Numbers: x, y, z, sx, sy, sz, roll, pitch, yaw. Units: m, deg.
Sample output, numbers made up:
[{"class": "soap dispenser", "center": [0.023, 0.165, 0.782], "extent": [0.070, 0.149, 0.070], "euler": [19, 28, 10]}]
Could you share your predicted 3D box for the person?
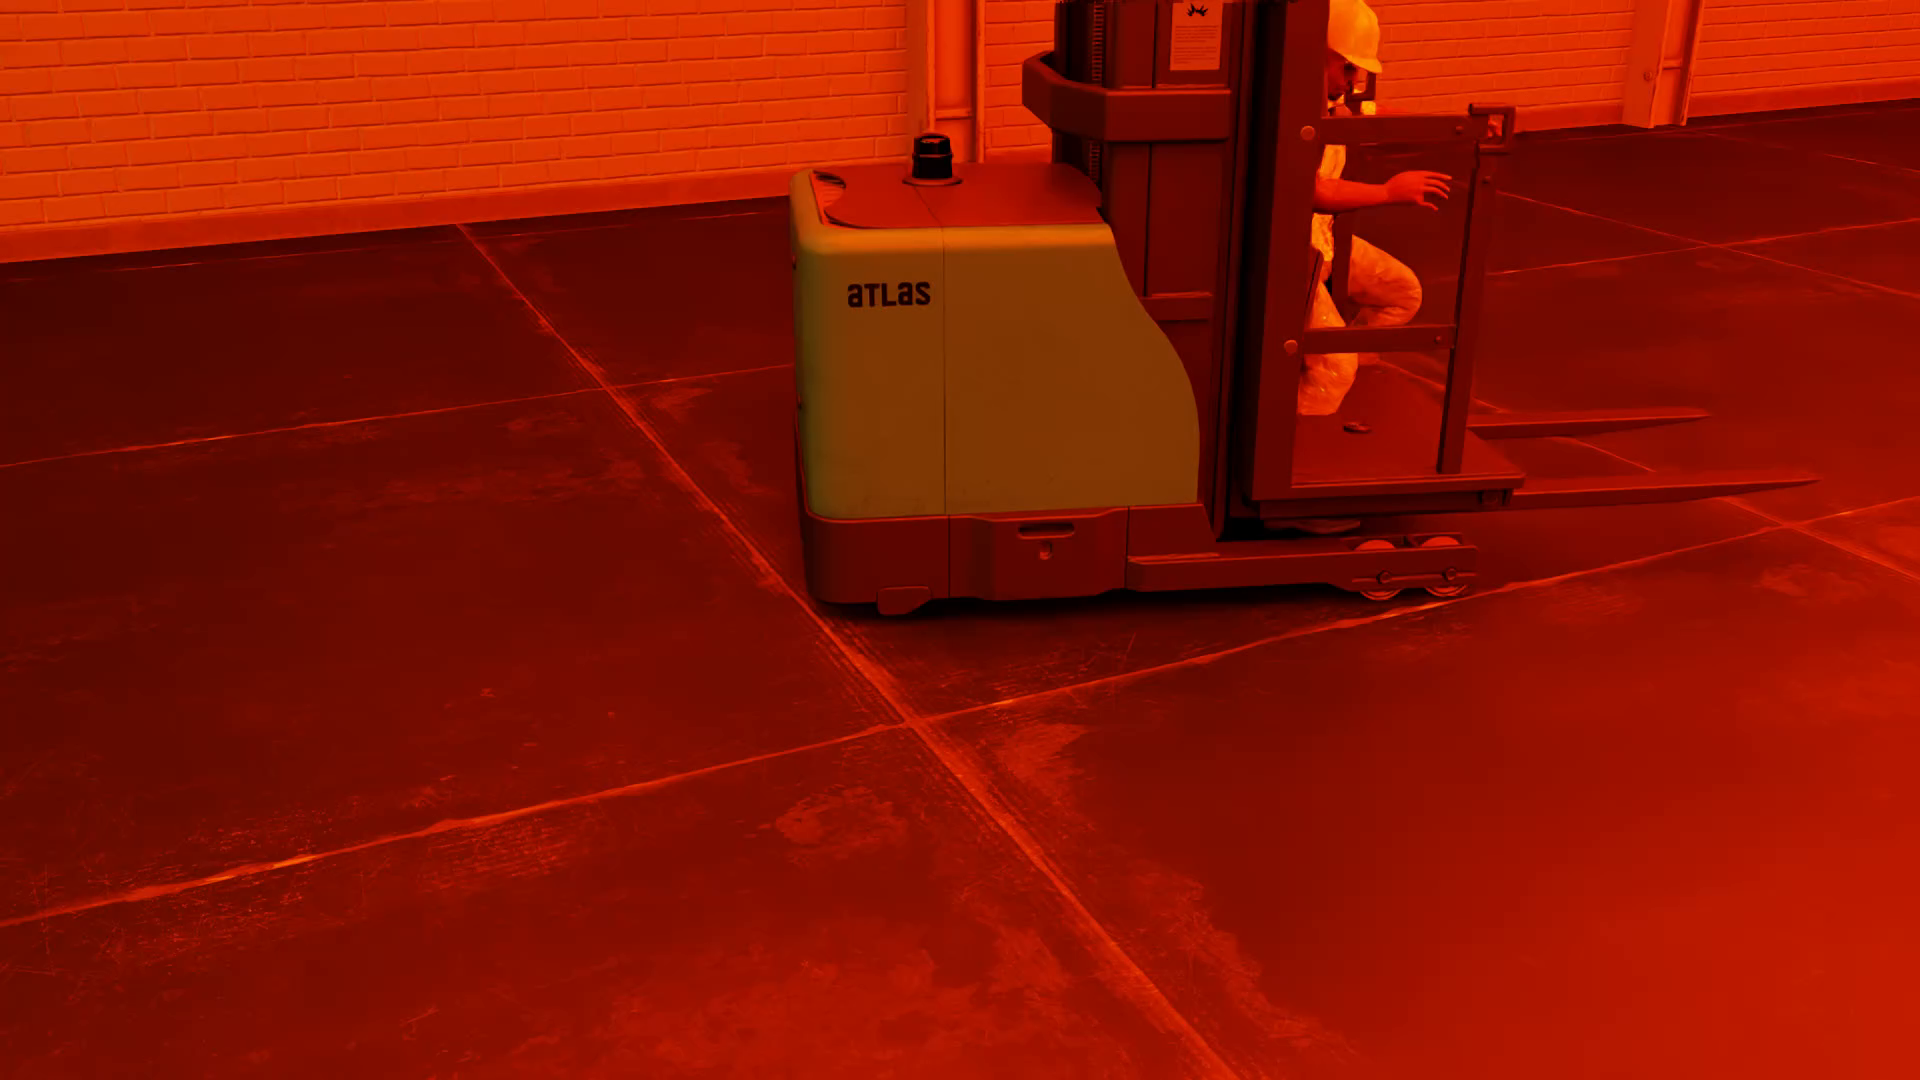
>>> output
[{"class": "person", "center": [1.210, -0.920, 5.273], "extent": [0.737, 1.545, 1.076], "euler": [15, 27, 31]}]

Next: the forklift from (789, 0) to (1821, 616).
[{"class": "forklift", "center": [1.030, -1.383, 4.615], "extent": [3.031, 2.935, 1.130], "euler": [-3, 23, -7]}]
